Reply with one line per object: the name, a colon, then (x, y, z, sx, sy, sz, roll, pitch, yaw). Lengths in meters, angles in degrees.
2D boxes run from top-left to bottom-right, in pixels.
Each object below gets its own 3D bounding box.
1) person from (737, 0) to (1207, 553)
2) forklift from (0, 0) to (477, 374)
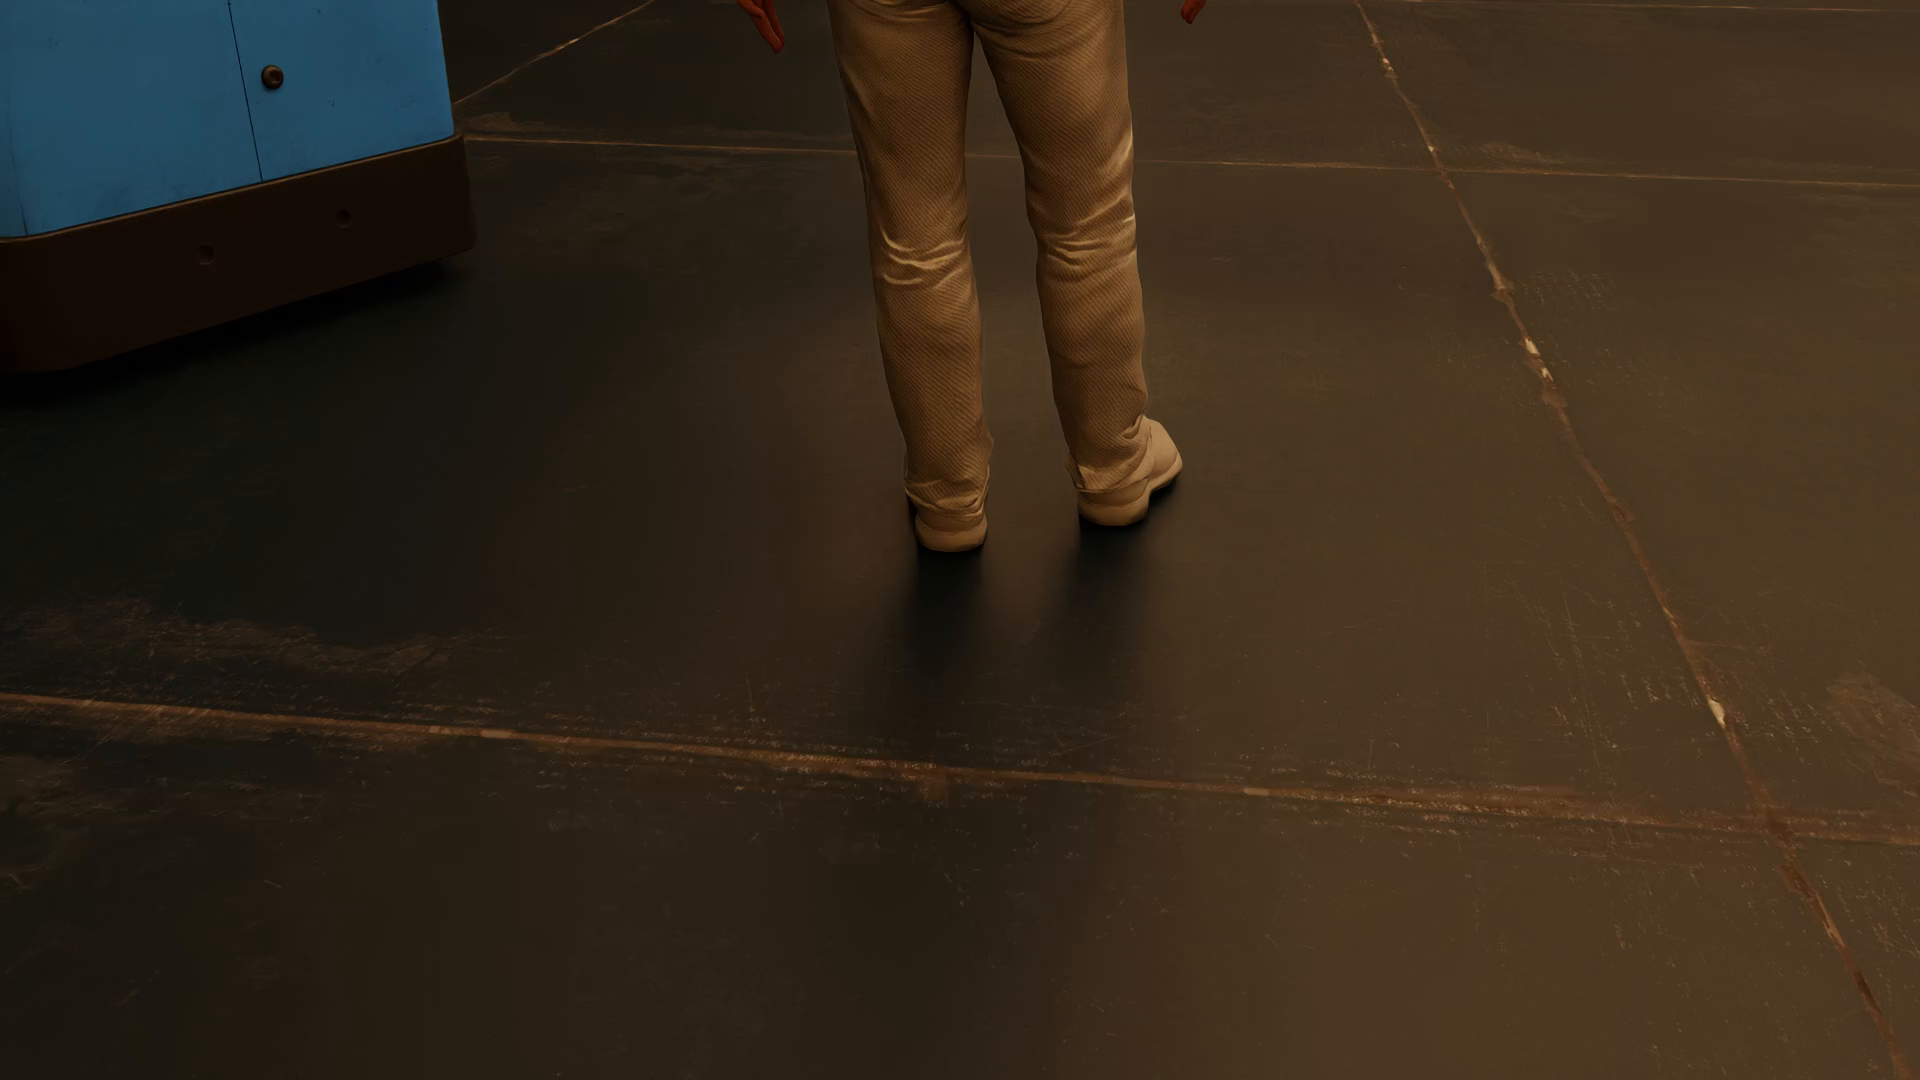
person: (0.015, -0.824, 2.165, 0.665, 1.760, 0.576, 3, 27, 7)
forklift: (-2.553, -2.101, 3.428, 3.031, 2.935, 1.130, 18, 31, 31)
